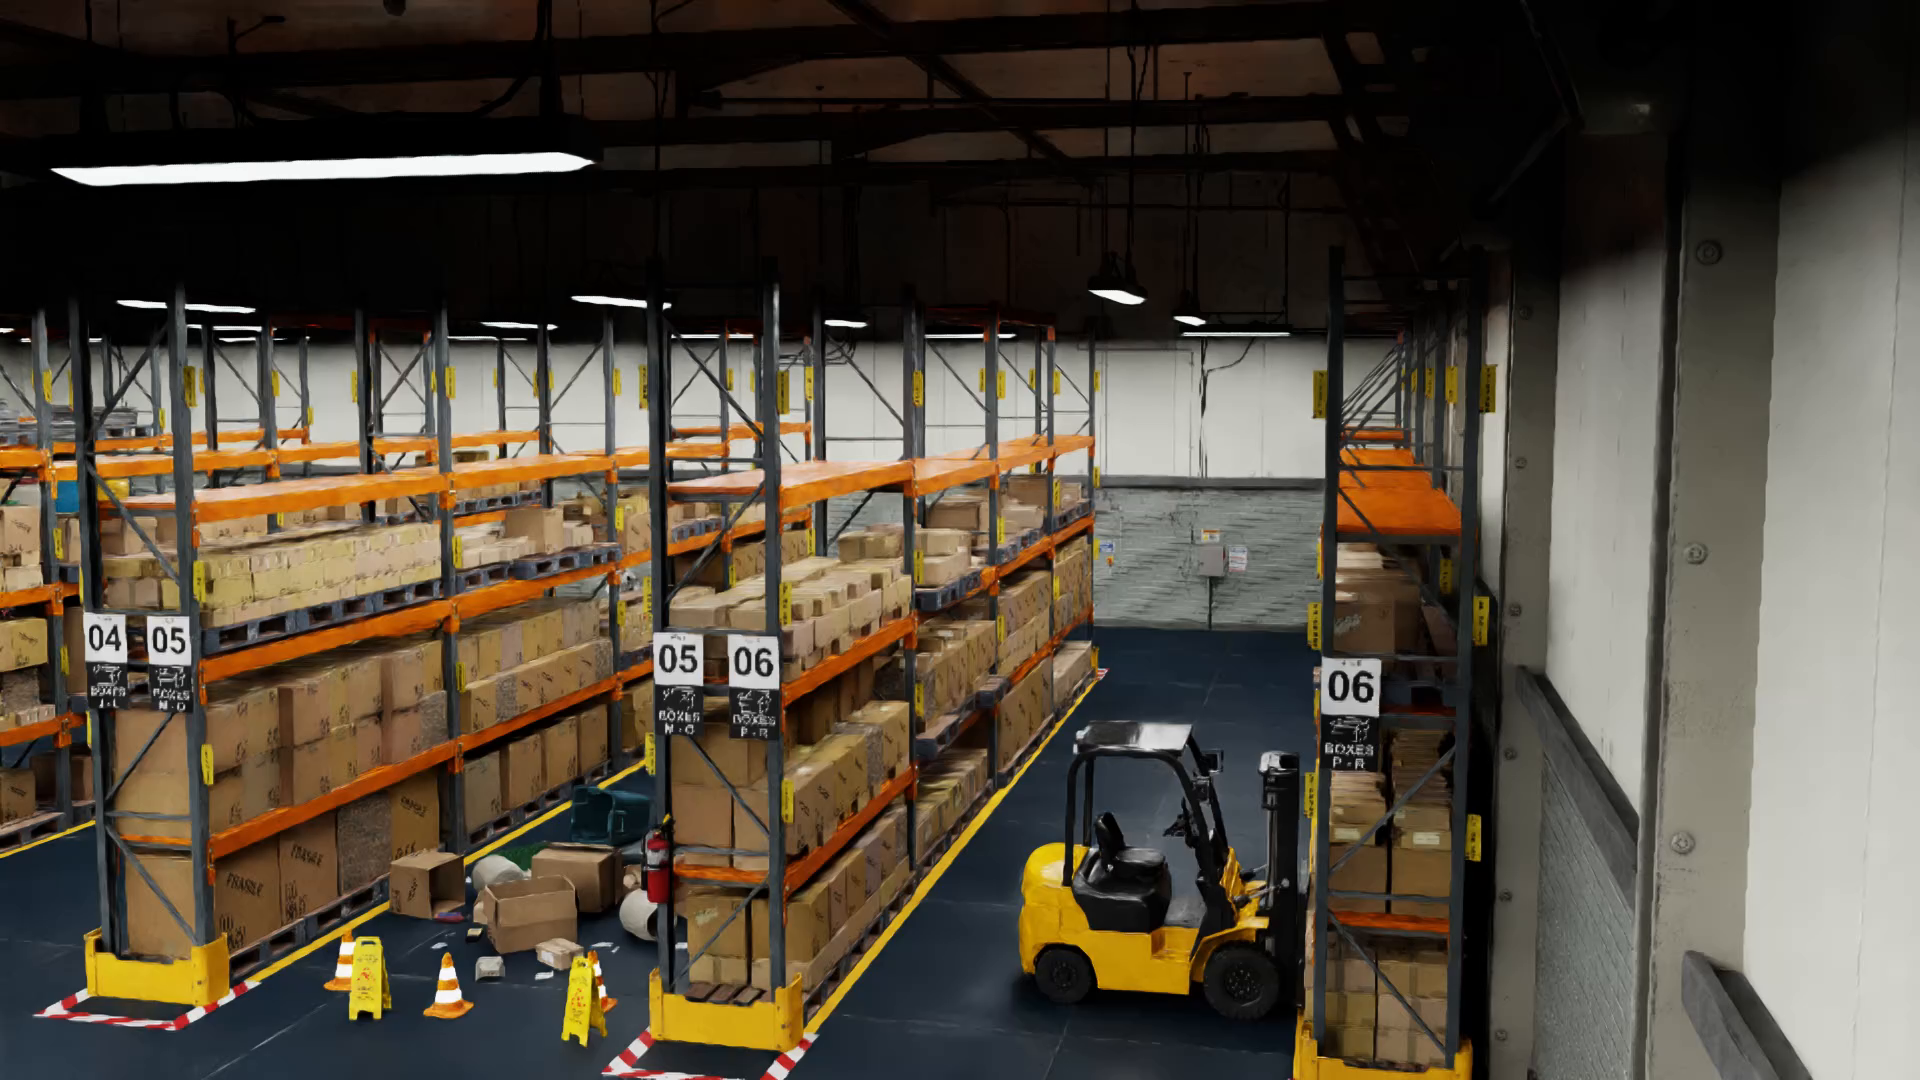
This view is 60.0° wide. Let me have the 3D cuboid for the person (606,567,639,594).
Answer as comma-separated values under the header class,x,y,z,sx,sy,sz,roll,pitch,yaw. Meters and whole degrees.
class,x,y,z,sx,sy,sz,roll,pitch,yaw
person,-6.464,1.128,31.988,0.638,1.595,0.813,0,6,-4
